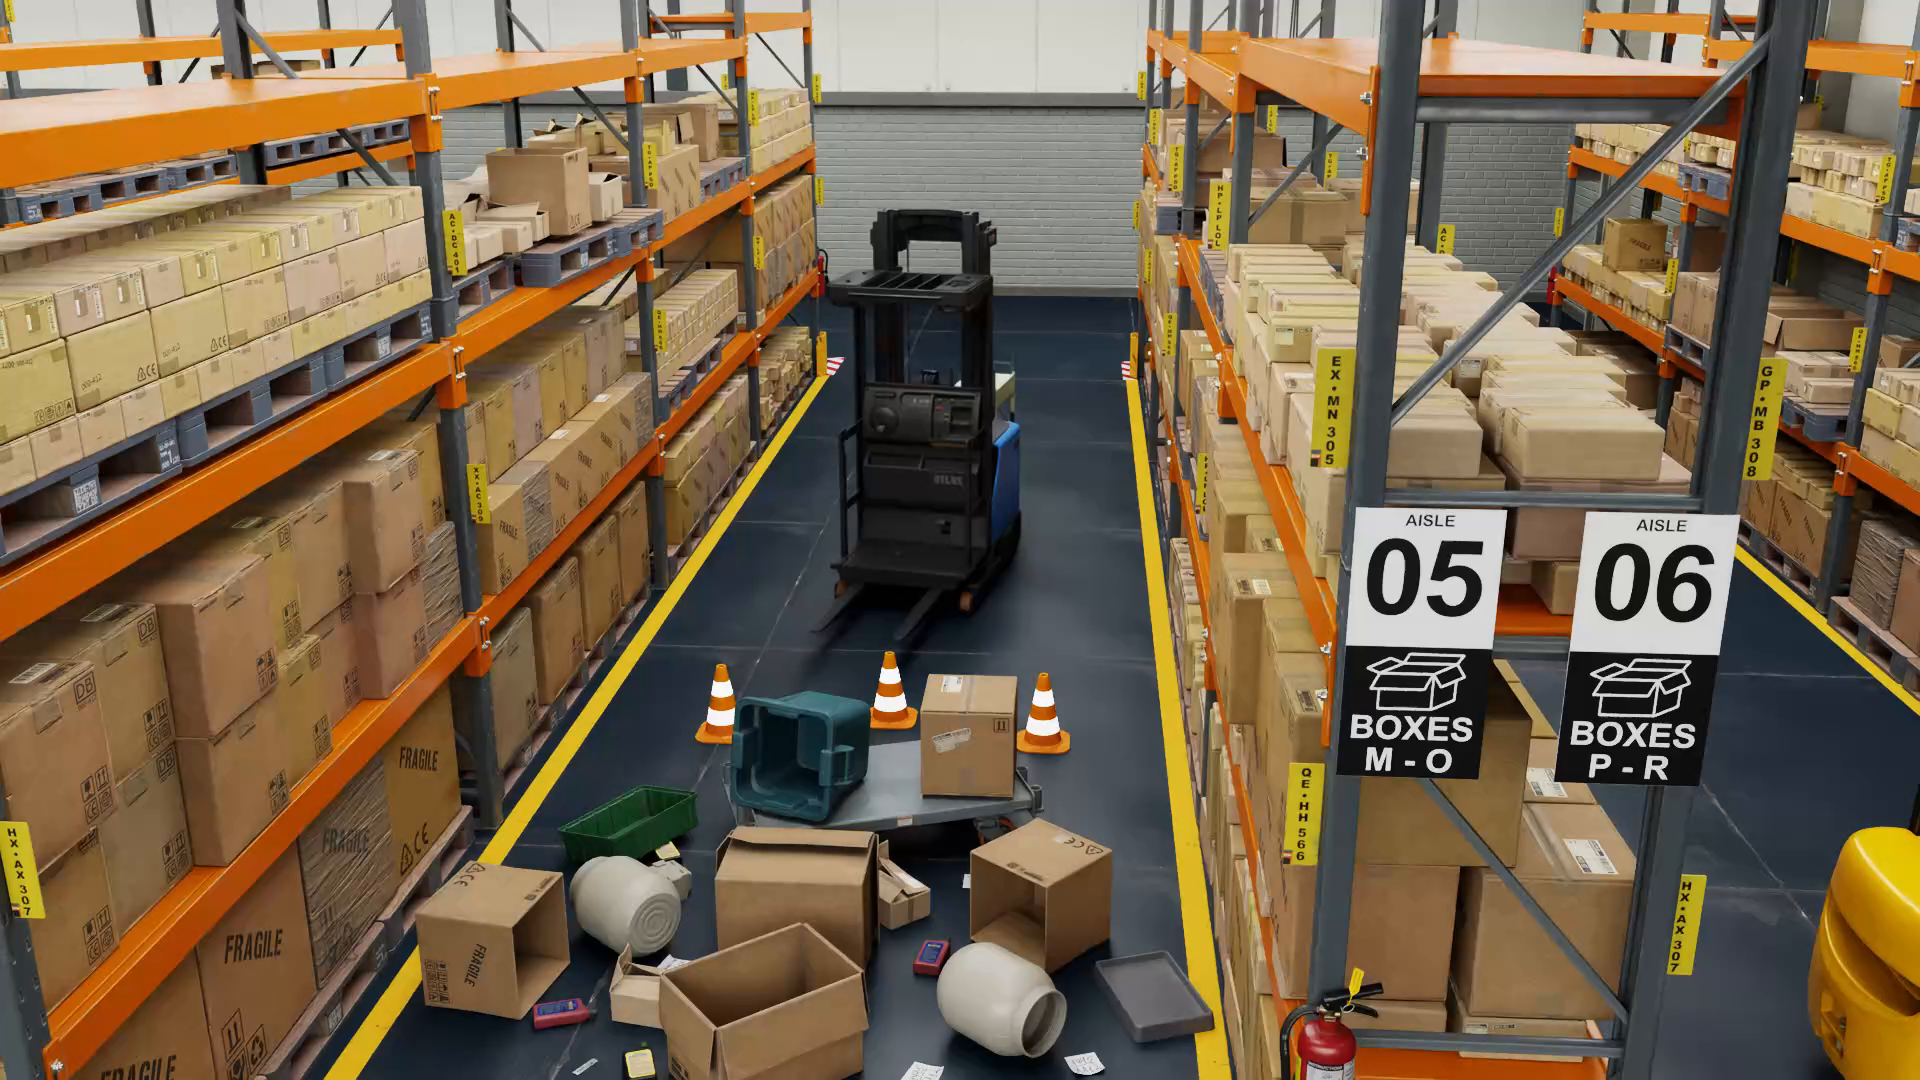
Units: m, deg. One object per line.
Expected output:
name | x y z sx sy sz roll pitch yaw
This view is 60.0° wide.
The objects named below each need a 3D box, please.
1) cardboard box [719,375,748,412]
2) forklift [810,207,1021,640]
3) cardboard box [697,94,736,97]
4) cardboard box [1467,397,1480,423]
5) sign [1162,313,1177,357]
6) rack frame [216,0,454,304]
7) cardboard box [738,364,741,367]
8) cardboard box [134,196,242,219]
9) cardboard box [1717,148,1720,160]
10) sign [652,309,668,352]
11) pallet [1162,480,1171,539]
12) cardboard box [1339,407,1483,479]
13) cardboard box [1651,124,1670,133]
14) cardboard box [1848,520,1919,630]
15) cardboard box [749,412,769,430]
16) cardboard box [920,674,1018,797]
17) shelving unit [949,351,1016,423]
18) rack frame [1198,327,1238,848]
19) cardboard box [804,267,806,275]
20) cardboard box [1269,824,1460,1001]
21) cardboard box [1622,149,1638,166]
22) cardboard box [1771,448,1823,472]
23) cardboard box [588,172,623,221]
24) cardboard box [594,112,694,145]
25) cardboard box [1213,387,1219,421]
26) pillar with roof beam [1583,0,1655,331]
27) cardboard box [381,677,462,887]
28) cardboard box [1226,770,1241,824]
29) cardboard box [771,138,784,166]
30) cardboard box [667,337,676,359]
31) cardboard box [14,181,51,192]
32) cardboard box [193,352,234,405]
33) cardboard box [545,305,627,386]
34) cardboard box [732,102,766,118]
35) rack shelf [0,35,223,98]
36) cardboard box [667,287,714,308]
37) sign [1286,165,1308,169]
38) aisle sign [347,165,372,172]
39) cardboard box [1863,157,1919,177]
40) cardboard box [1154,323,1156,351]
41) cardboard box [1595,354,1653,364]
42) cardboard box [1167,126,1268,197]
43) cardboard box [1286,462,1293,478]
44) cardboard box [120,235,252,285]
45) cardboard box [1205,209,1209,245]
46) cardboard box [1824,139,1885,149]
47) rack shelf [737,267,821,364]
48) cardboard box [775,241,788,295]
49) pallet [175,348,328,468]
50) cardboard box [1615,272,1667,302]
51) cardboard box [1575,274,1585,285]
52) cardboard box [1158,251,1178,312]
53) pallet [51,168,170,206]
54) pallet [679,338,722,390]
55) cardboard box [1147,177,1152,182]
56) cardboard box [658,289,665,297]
cardboard box | -2.339 -1.423 16.084 0.500 0.250 0.500 1 18 2
forklift | -0.349 -0.968 12.672 1.130 2.935 3.031 5 19 14
cardboard box | -2.675 -4.821 18.299 0.380 0.149 0.250 2 18 6
cardboard box | 1.894 -0.288 5.430 0.500 0.250 0.500 1 18 3
sign | 1.566 -1.532 12.422 0.100 0.325 0.005 1 18 4
rack frame | -3.111 -2.658 8.084 1.000 3.000 0.127 1 18 4
cardboard box | -2.625 -2.017 18.711 0.380 0.149 0.250 1 18 4
cardboard box | -3.512 -1.476 7.581 0.380 0.149 0.250 1 18 3
cardboard box | 6.966 -3.412 14.770 0.380 0.149 0.250 1 18 4
sign | -2.271 -1.588 12.594 0.100 0.325 0.005 1 18 4
pallet | 2.342 -0.266 14.897 1.003 0.211 1.213 1 18 4
cardboard box | 1.276 -0.283 4.774 0.380 0.149 0.250 1 18 4
cardboard box | 7.182 -4.156 16.433 0.500 0.250 0.500 1 18 3
cardboard box | 7.013 0.261 11.947 0.875 0.625 0.625 2 18 6
cardboard box | -2.191 -1.243 17.302 0.380 0.149 0.250 0 18 2
cardboard box | 0.056 1.069 9.140 0.500 0.500 0.500 1 18 4
shelving unit | 0.199 -0.856 14.627 0.431 1.500 0.755 5 19 14
rack frame | 1.833 0.272 8.776 1.000 3.000 0.127 1 18 4
cardboard box | -2.048 -3.231 19.869 0.380 0.149 0.250 1 18 4
cardboard box | 1.310 1.151 5.456 0.500 0.500 0.500 1 18 3
cardboard box | 7.170 -4.006 17.419 0.380 0.149 0.250 2 18 5
cardboard box | 6.987 -0.665 13.932 0.380 0.149 0.250 1 18 3
cardboard box | -2.600 -2.348 11.264 0.500 0.311 0.500 1 18 4
cardboard box | -2.780 -3.489 14.597 0.797 0.503 0.637 1 18 3
cardboard box | 1.677 -0.788 9.655 0.380 0.149 0.250 1 18 2
pillar with roof beam | 4.443 -7.110 21.669 9.100 9.000 0.400 1 18 4
cardboard box | -3.226 1.197 8.692 0.875 0.875 0.875 2 18 5
cardboard box | 1.401 1.172 7.523 0.380 0.149 0.250 2 18 7
cardboard box | -2.158 -4.101 17.545 0.500 0.250 0.500 2 18 6
cardboard box | -2.557 -1.584 13.691 0.380 0.149 0.250 1 18 2
cardboard box | -7.793 -3.057 13.277 0.797 0.503 0.637 2 18 7
cardboard box | -2.963 -0.609 6.217 0.380 0.149 0.250 1 18 4
cardboard box | -2.867 -1.433 12.213 0.700 0.500 0.500 1 18 4
cardboard box | -2.197 -4.401 17.017 0.380 0.149 0.250 1 18 2
rack shelf | -7.621 -4.132 14.379 1.077 0.370 4.000 1 18 4
cardboard box | -2.451 -2.204 15.107 0.380 0.149 0.250 1 18 2
sign | 5.119 -5.573 25.287 0.339 0.242 0.001 1 18 4
aisle sign | -7.485 -4.941 20.509 0.394 0.787 0.004 1 18 4
cardboard box | 6.925 -2.739 12.269 0.380 0.149 0.250 1 18 2
cardboard box | 2.076 -1.850 15.493 0.500 0.250 0.500 1 18 3
cardboard box | 7.268 -1.743 18.264 0.500 0.500 0.500 2 18 5
cardboard box | 2.001 -2.955 12.971 0.700 0.500 0.500 0 18 1
cardboard box | 1.413 -0.306 6.126 0.380 0.149 0.250 1 18 2
cardboard box | -2.946 -1.068 6.335 0.380 0.149 0.250 2 18 5
cardboard box | 1.909 -2.159 11.593 0.396 0.266 0.258 1 18 4
cardboard box | 7.368 -3.223 13.714 0.380 0.149 0.250 2 18 5
rack shelf | -2.395 -2.571 18.608 1.077 0.370 4.000 1 18 4
cardboard box | -2.151 -2.938 17.935 0.500 0.500 0.500 1 18 3
pallet | -3.271 -0.559 6.636 1.003 0.211 1.213 1 18 4
cardboard box | 7.221 -2.647 17.448 0.500 0.250 0.500 1 18 4
cardboard box | 7.375 -3.050 19.318 0.380 0.149 0.250 2 18 5
cardboard box | 2.041 -2.291 14.831 0.500 0.500 0.500 1 18 3
pallet | -7.694 -3.076 14.479 1.003 0.211 1.213 2 18 6
pallet | -2.724 -1.574 14.718 1.003 0.211 1.213 1 18 4
cardboard box | 2.392 -4.182 19.560 0.380 0.149 0.250 2 18 5
cardboard box | -3.042 -2.321 15.940 0.380 0.149 0.250 1 18 3
